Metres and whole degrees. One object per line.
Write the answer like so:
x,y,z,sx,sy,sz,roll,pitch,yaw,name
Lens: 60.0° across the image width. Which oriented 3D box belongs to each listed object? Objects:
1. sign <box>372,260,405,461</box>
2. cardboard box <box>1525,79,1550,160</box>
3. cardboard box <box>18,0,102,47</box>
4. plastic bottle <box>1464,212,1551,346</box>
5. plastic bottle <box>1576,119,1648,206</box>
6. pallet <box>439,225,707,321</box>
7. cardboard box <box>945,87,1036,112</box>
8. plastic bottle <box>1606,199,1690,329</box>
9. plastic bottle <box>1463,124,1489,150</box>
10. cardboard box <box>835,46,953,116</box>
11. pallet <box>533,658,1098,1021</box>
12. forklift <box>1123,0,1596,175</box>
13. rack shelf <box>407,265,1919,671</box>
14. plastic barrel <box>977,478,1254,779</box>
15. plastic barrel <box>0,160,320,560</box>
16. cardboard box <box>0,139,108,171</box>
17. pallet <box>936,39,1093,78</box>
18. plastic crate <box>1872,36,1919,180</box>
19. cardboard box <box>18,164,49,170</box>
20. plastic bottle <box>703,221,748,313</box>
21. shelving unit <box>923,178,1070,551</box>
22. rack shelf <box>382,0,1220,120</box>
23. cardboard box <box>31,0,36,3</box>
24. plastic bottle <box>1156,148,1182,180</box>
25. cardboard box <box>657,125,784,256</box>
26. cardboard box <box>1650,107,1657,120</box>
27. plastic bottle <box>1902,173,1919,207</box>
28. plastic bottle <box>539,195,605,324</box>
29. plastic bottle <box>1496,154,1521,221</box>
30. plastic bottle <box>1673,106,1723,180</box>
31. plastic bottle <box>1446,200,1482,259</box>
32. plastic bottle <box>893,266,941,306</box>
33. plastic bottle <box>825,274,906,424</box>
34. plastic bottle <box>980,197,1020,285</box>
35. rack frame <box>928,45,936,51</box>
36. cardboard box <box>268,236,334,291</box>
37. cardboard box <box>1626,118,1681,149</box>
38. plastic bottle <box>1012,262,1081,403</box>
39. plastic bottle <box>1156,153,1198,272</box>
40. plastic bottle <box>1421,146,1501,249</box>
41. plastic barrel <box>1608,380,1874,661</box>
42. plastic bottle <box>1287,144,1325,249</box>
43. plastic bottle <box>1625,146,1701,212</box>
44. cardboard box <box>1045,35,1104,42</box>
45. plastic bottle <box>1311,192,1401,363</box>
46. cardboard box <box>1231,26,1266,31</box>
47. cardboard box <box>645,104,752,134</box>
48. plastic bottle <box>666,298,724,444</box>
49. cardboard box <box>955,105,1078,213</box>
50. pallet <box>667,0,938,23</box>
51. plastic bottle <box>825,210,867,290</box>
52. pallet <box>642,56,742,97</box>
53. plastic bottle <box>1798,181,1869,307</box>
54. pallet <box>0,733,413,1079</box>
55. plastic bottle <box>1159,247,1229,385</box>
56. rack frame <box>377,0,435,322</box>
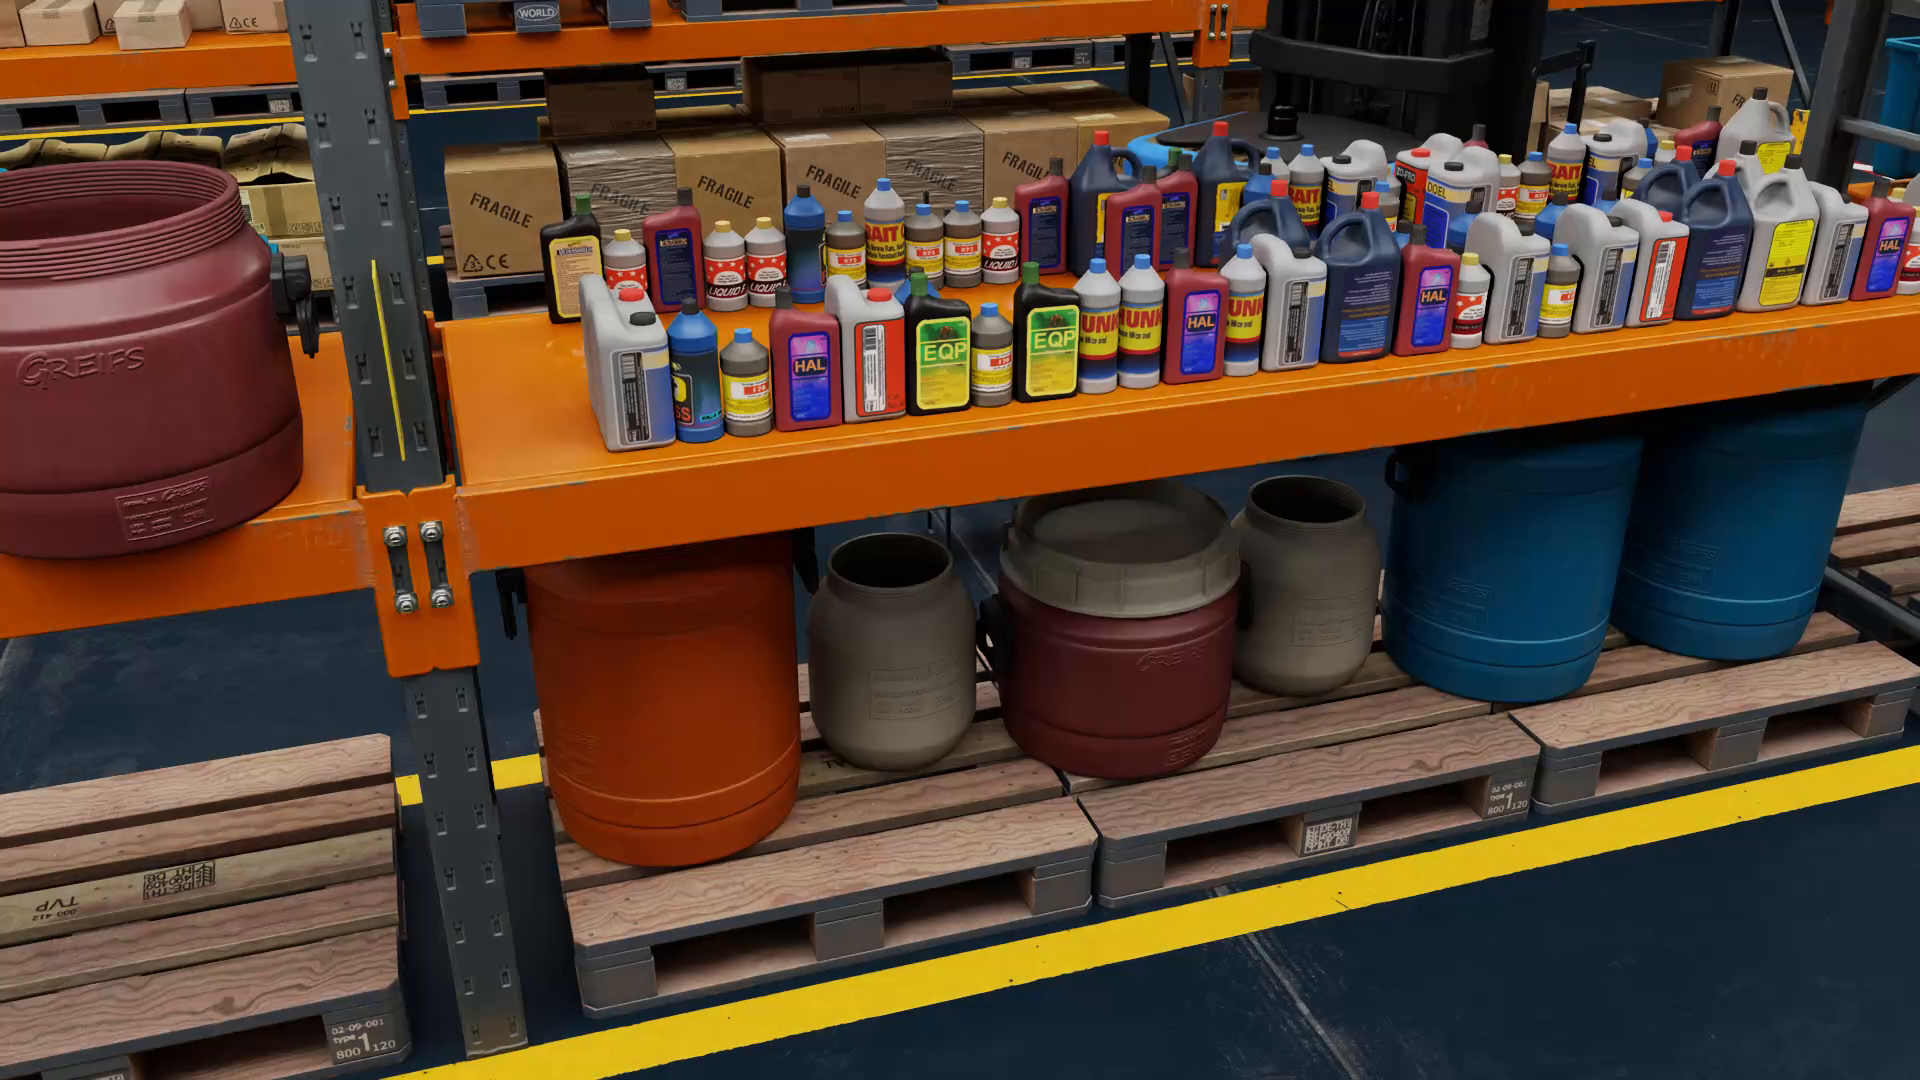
-0.961,-0.300,2.797,0.005,0.325,0.100,-8,28,-16,sign
2.920,-2.444,9.612,0.637,0.503,0.797,-8,28,-16,cardboard box
-3.863,-2.241,7.174,0.250,0.149,0.380,-6,27,-12,cardboard box
1.215,-0.593,3.710,0.135,0.276,0.152,-8,28,-16,plastic bottle
1.759,-1.001,4.532,0.135,0.276,0.152,-8,28,-16,plastic bottle
-1.947,-1.391,8.315,1.213,0.211,1.003,-8,28,-16,pallet
0.096,-2.140,9.003,0.500,0.500,0.500,-8,27,-15,cardboard box
1.564,-0.643,3.811,0.135,0.276,0.152,-8,28,-16,plastic bottle
1.340,-0.965,4.451,0.133,0.283,0.061,-8,28,-16,plastic bottle
-0.351,-2.416,8.717,0.500,0.250,0.500,-8,28,-16,cardboard box
-0.401,0.664,4.174,1.213,0.211,1.003,-8,28,-16,pallet
2.034,-2.214,6.914,3.031,2.935,1.130,-23,35,-39,forklift
0.764,-0.412,4.015,4.000,0.370,1.077,-8,28,-16,rack shelf
0.396,0.203,4.206,0.708,0.588,0.600,-8,28,-16,plastic barrel
-1.485,-0.327,2.883,0.708,0.536,0.600,-8,28,-16,plastic barrel
-4.240,-1.668,7.726,0.500,0.311,0.500,-9,28,-17,cardboard box
0.345,-4.021,13.611,1.213,0.211,1.003,-8,28,-16,pallet
3.004,-1.237,4.820,0.575,0.384,0.392,-8,28,-16,plastic crate
-4.063,-1.442,7.271,0.500,0.311,0.500,-8,28,-16,cardboard box
-0.551,-0.645,3.900,0.097,0.201,0.097,0,26,0,plastic bottle
0.157,-0.560,5.529,0.503,1.200,0.258,-8,28,-16,shelving unit
-0.767,-2.506,8.234,4.000,0.370,1.077,-8,28,-16,rack shelf
-6.403,-3.753,11.410,0.500,0.250,0.500,-9,28,-18,cardboard box
0.504,-0.843,4.207,0.133,0.283,0.061,-8,28,-16,plastic bottle
-1.173,-1.714,8.145,0.500,0.500,0.500,-9,28,-17,cardboard box
4.196,-2.636,10.378,0.250,0.166,0.380,-8,28,-16,cardboard box
2.391,-0.763,4.053,0.135,0.276,0.152,-8,28,-16,plastic bottle
-0.885,-0.642,3.802,0.133,0.283,0.061,-8,28,-16,plastic bottle
1.456,-0.936,4.486,0.097,0.201,0.097,0,26,0,plastic bottle
2.058,-1.069,4.660,0.133,0.283,0.061,-8,28,-16,plastic bottle
1.159,-0.641,3.812,0.097,0.271,0.097,0,26,0,plastic bottle
-0.087,-0.418,3.362,0.097,0.271,0.097,0,26,0,plastic bottle
-0.186,-0.389,3.301,0.135,0.276,0.152,-8,28,-16,plastic bottle
0.097,-0.739,4.089,0.097,0.201,0.097,0,26,0,plastic bottle
-0.403,-5.198,12.847,0.127,3.000,1.000,-8,28,-16,rack frame
-3.093,-1.334,7.684,0.500,0.250,0.500,-8,27,-15,cardboard box
4.085,-2.386,9.875,0.250,0.166,0.380,-8,28,-16,cardboard box
0.174,-0.424,3.361,0.133,0.283,0.061,-8,28,-16,plastic bottle
0.523,-0.818,4.155,0.133,0.283,0.061,-8,28,-16,plastic bottle
1.274,-0.859,4.247,0.135,0.276,0.152,-8,28,-16,plastic bottle
2.143,-0.190,4.646,0.708,0.901,0.600,-8,28,-16,plastic barrel
0.888,-0.885,4.304,0.097,0.271,0.097,0,26,0,plastic bottle
1.672,-0.758,3.958,0.185,0.351,0.144,-8,28,-16,plastic bottle
0.819,-4.394,13.566,0.500,0.500,0.700,-9,28,-17,cardboard box
0.845,-0.571,3.581,0.185,0.351,0.144,-8,28,-16,plastic bottle
2.290,-4.610,14.001,0.500,0.500,0.700,-8,28,-16,cardboard box
-1.360,-1.930,8.580,0.500,0.500,0.500,-9,28,-18,cardboard box
-0.508,-0.328,3.182,0.097,0.271,0.097,0,26,0,plastic bottle
0.282,-1.928,8.576,0.500,0.500,0.500,-8,28,-16,cardboard box
-0.821,-2.737,8.106,1.213,0.211,1.003,-8,28,-16,pallet
-0.273,-0.686,3.981,0.097,0.201,0.097,0,26,0,plastic bottle
-2.275,-3.641,12.847,1.213,0.211,1.003,-8,28,-16,pallet
2.043,-0.712,3.951,0.135,0.276,0.152,-8,28,-16,plastic bottle
-1.887,0.881,3.738,1.213,0.211,1.003,-8,28,-16,pallet
0.486,-0.469,3.452,0.133,0.283,0.061,-8,28,-16,plastic bottle
-2.668,-2.553,7.520,0.127,3.000,1.000,-8,28,-16,rack frame
